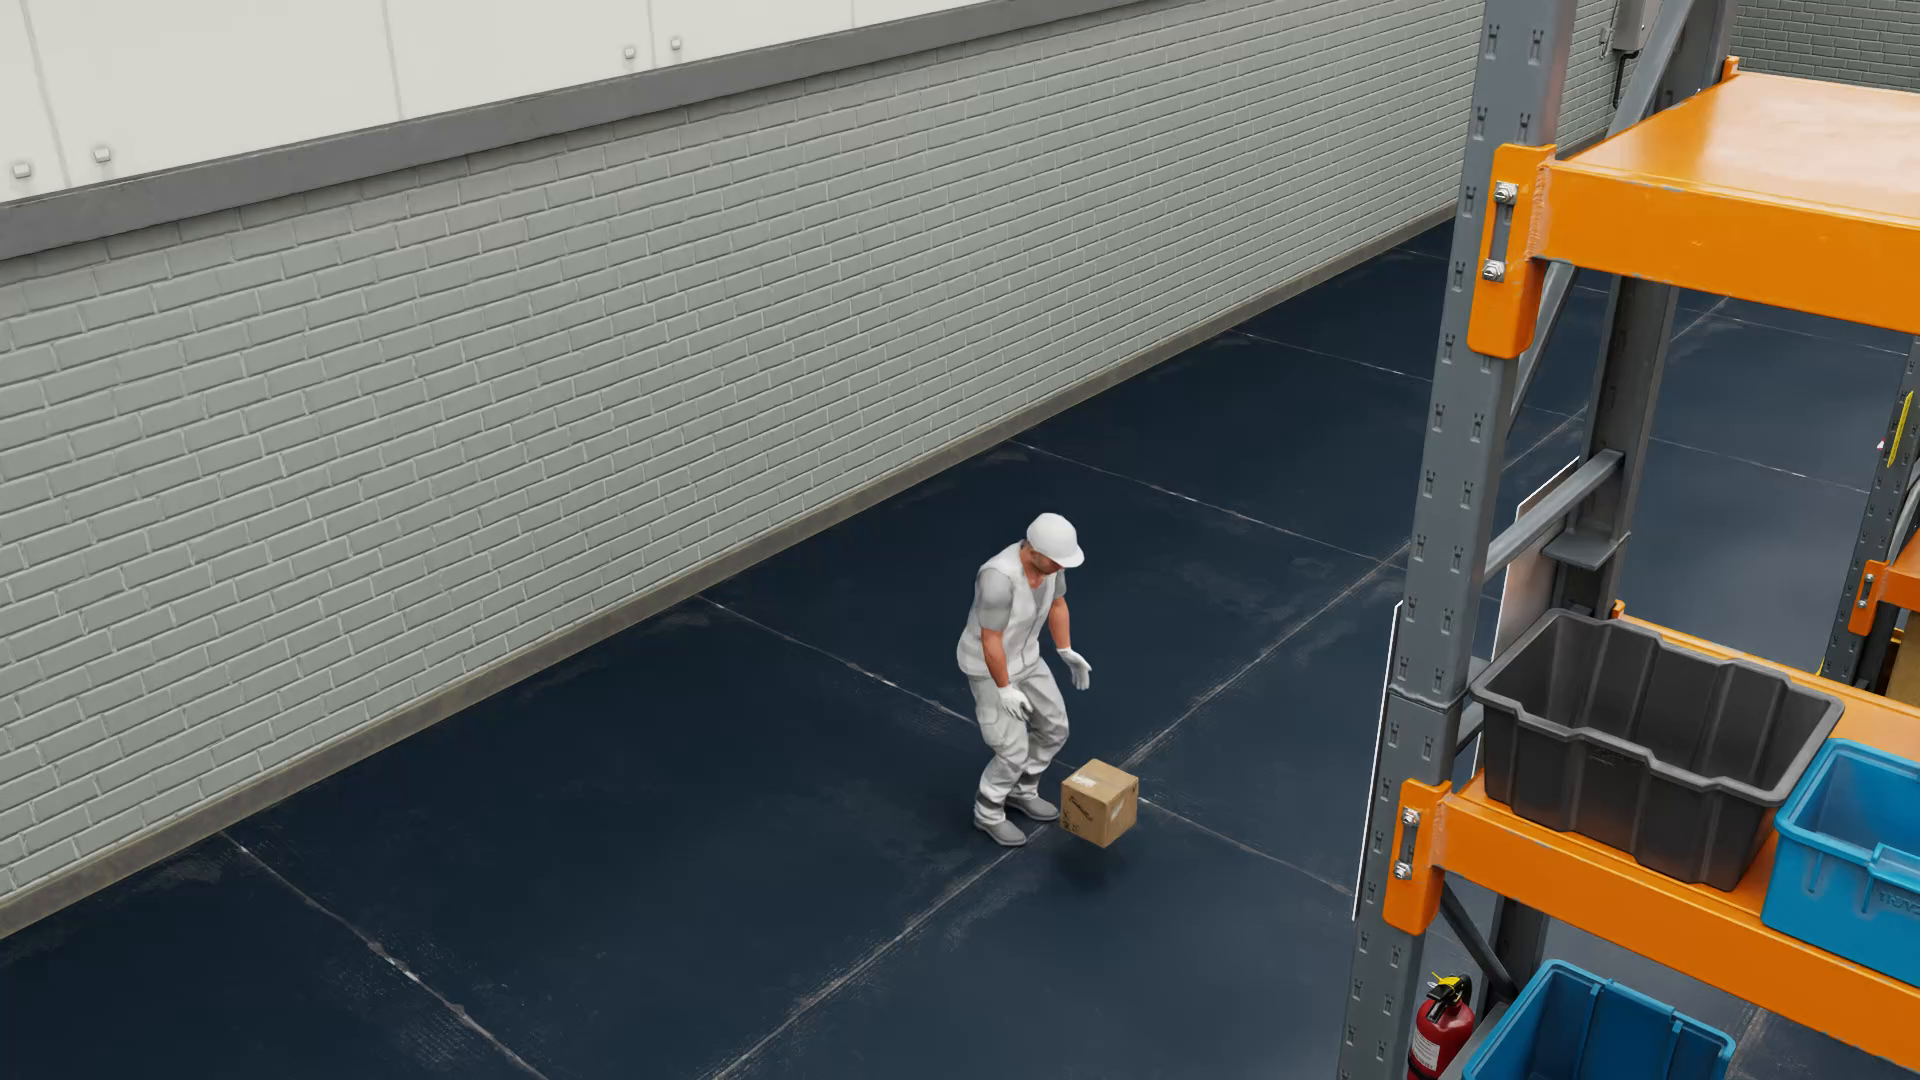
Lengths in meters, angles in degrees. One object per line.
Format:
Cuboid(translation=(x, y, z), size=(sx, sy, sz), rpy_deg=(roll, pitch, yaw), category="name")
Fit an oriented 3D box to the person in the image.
Cuboid(translation=(0.293, 0.593, 7.571), size=(0.558, 1.666, 0.560), rpy_deg=(21, 34, 36), category="person")
